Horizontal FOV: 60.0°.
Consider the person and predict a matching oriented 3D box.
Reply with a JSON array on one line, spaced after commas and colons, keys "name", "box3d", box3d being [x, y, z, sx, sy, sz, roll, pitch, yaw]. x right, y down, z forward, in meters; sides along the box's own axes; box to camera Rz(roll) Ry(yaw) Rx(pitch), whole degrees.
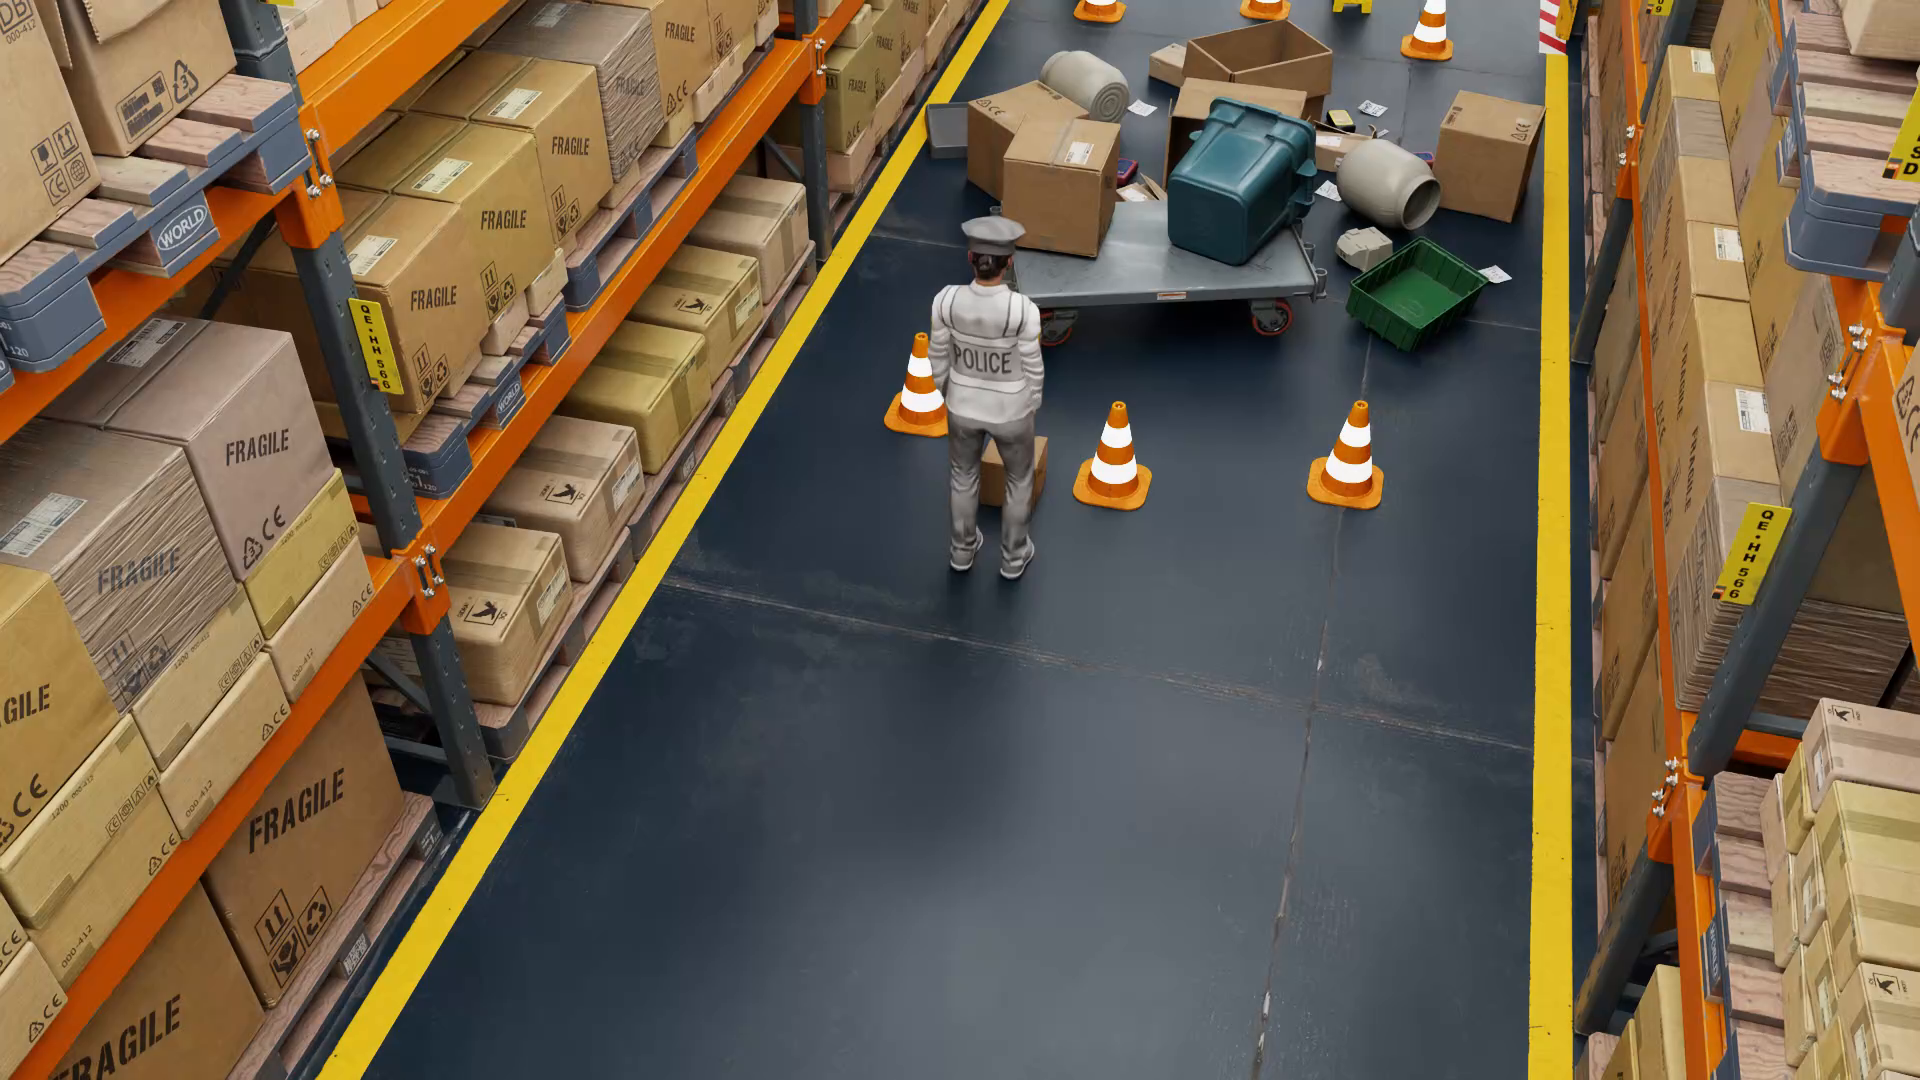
[{"name": "person", "box3d": [0.108, -0.549, 6.799, 0.482, 1.654, 0.366, 11, 42, 12]}]
